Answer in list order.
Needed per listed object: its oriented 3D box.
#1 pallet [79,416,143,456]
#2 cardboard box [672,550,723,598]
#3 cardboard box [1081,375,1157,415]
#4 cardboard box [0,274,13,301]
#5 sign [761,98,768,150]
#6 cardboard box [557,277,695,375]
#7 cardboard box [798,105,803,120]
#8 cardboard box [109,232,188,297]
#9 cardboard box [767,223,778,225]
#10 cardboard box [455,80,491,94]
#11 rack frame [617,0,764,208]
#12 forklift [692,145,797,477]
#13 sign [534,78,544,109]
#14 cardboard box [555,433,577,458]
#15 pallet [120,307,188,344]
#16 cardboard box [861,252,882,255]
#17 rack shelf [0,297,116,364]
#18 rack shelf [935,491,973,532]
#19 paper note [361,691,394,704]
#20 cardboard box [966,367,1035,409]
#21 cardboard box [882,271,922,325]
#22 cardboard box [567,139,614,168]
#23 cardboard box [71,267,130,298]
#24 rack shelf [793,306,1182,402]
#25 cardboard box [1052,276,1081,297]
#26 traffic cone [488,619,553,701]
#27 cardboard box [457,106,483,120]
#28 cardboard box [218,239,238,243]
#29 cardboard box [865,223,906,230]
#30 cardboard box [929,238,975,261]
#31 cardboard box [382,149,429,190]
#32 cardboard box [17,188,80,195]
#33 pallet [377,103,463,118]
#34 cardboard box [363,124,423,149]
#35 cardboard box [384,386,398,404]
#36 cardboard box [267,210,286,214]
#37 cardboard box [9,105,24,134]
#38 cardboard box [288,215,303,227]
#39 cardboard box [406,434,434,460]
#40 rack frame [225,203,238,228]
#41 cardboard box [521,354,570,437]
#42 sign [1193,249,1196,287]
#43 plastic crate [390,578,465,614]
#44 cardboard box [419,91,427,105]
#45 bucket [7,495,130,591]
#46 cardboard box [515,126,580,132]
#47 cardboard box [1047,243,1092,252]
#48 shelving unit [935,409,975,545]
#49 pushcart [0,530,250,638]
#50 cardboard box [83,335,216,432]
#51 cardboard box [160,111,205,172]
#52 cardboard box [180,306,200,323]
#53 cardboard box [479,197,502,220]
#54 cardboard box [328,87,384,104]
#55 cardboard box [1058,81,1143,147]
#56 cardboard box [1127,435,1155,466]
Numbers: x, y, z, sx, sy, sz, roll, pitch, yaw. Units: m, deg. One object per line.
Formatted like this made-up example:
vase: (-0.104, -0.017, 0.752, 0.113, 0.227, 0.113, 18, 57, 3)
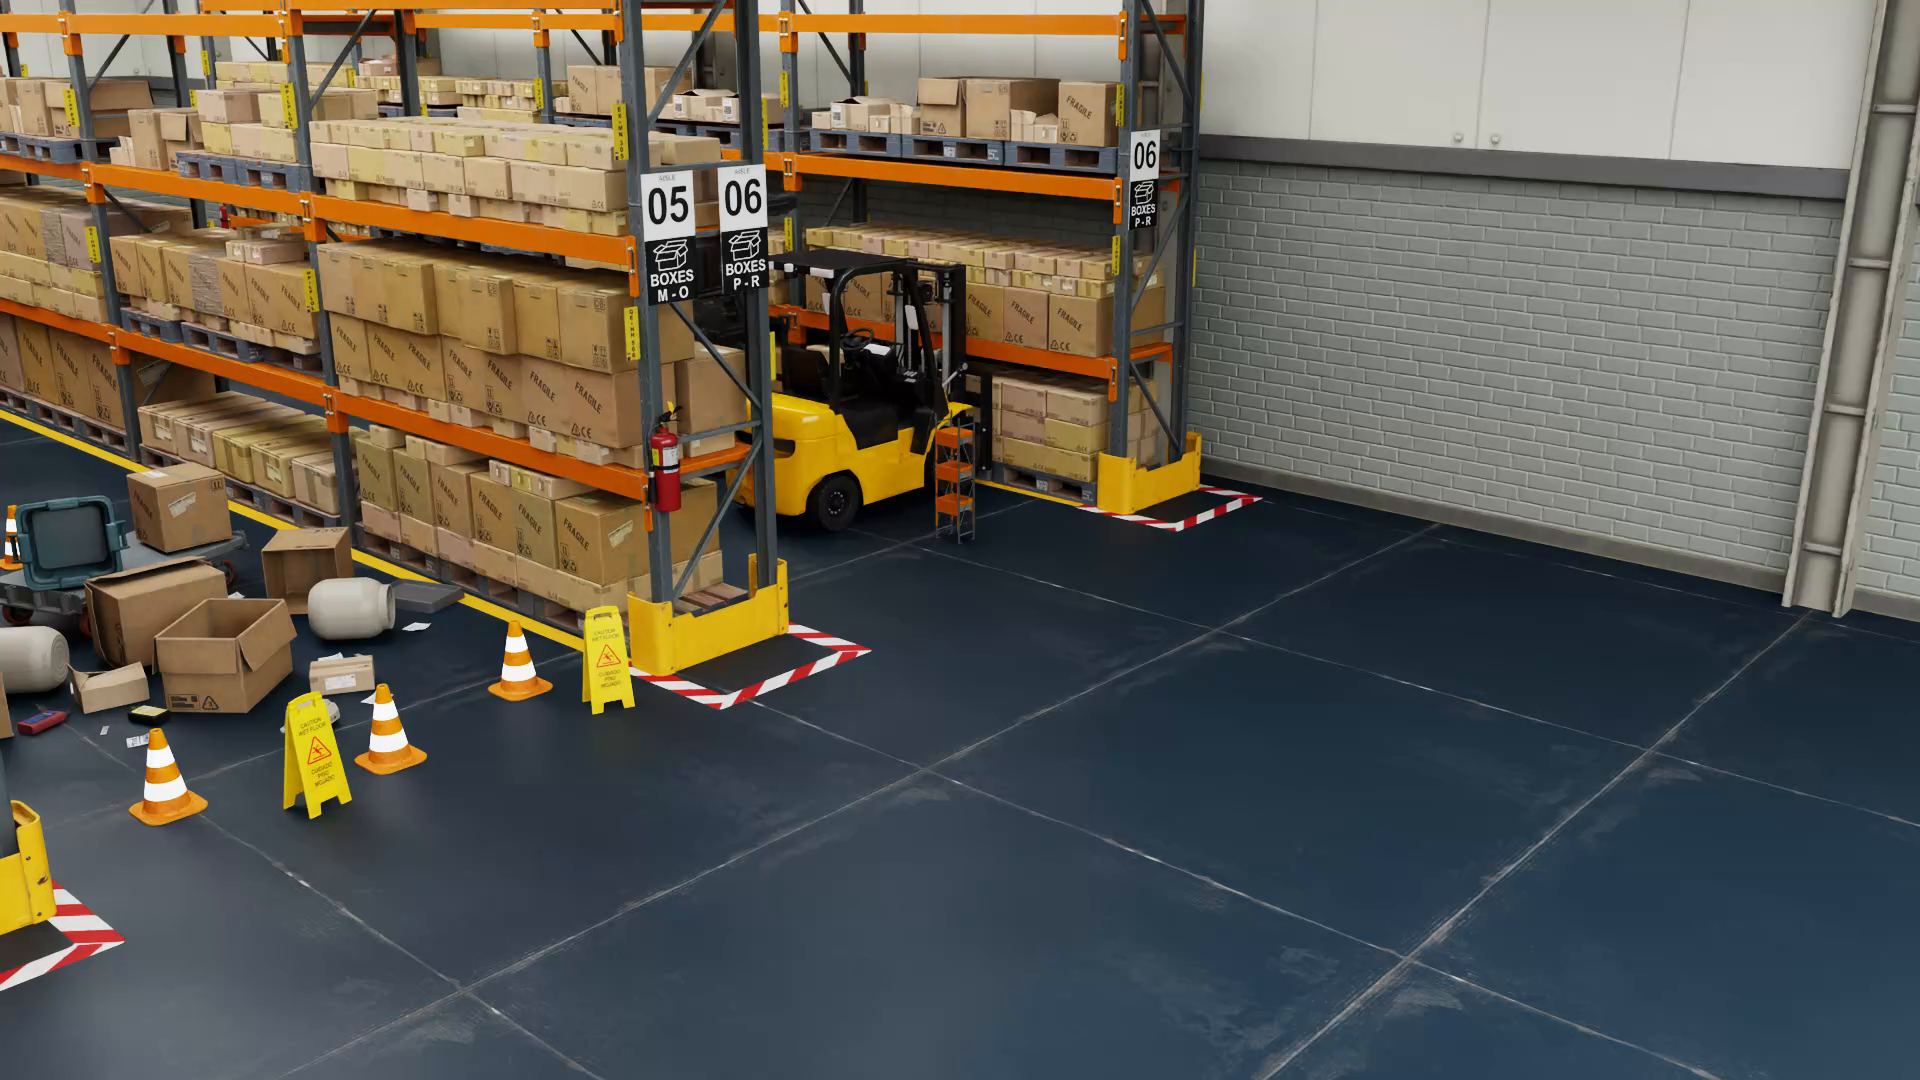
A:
pallet: (-8.151, -1.138, 16.847, 1.213, 0.211, 1.003, 15, 23, 39)
cardboard box: (-2.047, 0.201, 11.871, 0.500, 0.250, 0.500, 15, 23, 39)
cardboard box: (1.430, -1.314, 14.993, 0.500, 0.250, 0.500, 15, 23, 38)
cardboard box: (-9.688, -2.665, 17.298, 0.500, 0.250, 0.500, 15, 23, 39)
sign: (-1.268, -2.654, 10.612, 0.005, 0.325, 0.100, 15, 23, 39)
cardboard box: (-2.155, -1.404, 10.768, 0.500, 0.500, 0.700, 14, 23, 38)
cardboard box: (-1.832, -4.385, 17.066, 0.250, 0.149, 0.380, 15, 23, 39)
cardboard box: (-7.428, -2.538, 15.300, 0.500, 0.500, 0.500, 14, 22, 38)
cardboard box: (-2.174, -3.306, 17.833, 0.250, 0.149, 0.380, 15, 23, 39)
cardboard box: (-5.743, -5.368, 19.705, 0.250, 0.149, 0.380, 15, 23, 39)
rack frame: (-1.628, -3.545, 9.904, 0.127, 3.000, 1.000, 15, 23, 39)
forklift: (-2.178, -2.163, 15.582, 3.031, 2.935, 1.130, 11, 21, 32)
sign: (-4.681, -4.969, 18.496, 0.005, 0.325, 0.100, 15, 23, 39)
cardboard box: (-2.490, -0.674, 11.192, 0.250, 0.149, 0.380, 15, 23, 38)
pallet: (-7.007, -2.081, 15.527, 1.003, 0.211, 1.213, 15, 23, 39)
cardboard box: (-0.720, -2.681, 15.864, 0.250, 0.149, 0.380, 16, 23, 40)
rack shelf: (-9.107, -2.350, 17.247, 4.000, 0.370, 1.077, 15, 23, 39)
rack shelf: (-0.040, -0.236, 13.574, 0.240, 0.259, 0.215, 15, 23, 39)
paper note: (-3.656, 0.991, 10.440, 0.142, 0.019, 0.148, 7, 19, 21)
cardboard box: (0.343, -1.397, 15.254, 0.500, 0.250, 0.500, 15, 23, 40)
cardboard box: (-0.389, -2.309, 15.764, 0.500, 0.500, 0.500, 15, 23, 39)
cardboard box: (-2.244, -2.437, 10.469, 0.250, 0.149, 0.380, 16, 23, 40)
cardboard box: (-8.142, -2.498, 15.945, 0.500, 0.250, 0.500, 15, 23, 39)
rack shelf: (0.168, -1.868, 15.727, 4.000, 0.370, 1.077, 15, 23, 39)
cardboard box: (1.008, -2.216, 14.399, 0.250, 0.149, 0.380, 16, 23, 40)
traffic cone: (-2.805, 0.730, 10.548, 0.334, 0.463, 0.336, 15, 23, 39)
cardboard box: (-5.615, -5.023, 19.768, 0.500, 0.250, 0.500, 15, 23, 39)
cardboard box: (-6.314, -2.450, 15.022, 0.500, 0.500, 0.500, 13, 22, 36)
cardboard box: (-0.728, -3.055, 16.550, 0.250, 0.149, 0.380, 14, 23, 38)
cardboard box: (-0.072, -2.693, 15.408, 0.250, 0.149, 0.380, 15, 23, 39)
cardboard box: (-3.714, -2.633, 11.747, 0.500, 0.250, 0.500, 15, 23, 40)
cardboard box: (-9.710, -3.484, 17.811, 0.500, 0.500, 0.500, 16, 23, 40)
pallet: (-6.870, -5.412, 21.057, 1.003, 0.211, 1.213, 15, 23, 39)
cardboard box: (-4.016, -2.882, 11.871, 0.250, 0.149, 0.380, 15, 23, 39)
cardboard box: (-4.154, -1.147, 12.683, 0.250, 0.149, 0.380, 15, 23, 39)
cardboard box: (-9.384, -4.737, 23.337, 0.500, 0.250, 0.500, 14, 23, 38)
cardboard box: (-8.874, -4.055, 15.998, 0.258, 0.266, 0.396, 14, 23, 38)
cardboard box: (-9.098, -4.455, 23.107, 0.250, 0.149, 0.380, 16, 23, 40)
cardboard box: (-3.918, -0.723, 12.472, 0.250, 0.149, 0.380, 16, 24, 41)
rack frame: (-10.303, -5.021, 24.475, 0.127, 3.000, 1.000, 15, 23, 39)
cardboard box: (-2.588, -1.023, 11.218, 0.500, 0.500, 0.500, 15, 23, 39)
sign: (2.037, -2.384, 14.601, 0.005, 0.325, 0.100, 15, 23, 39)
plastic crate: (-3.989, 0.404, 12.206, 0.583, 0.080, 0.402, 7, 19, 21)
cardboard box: (-6.402, -5.369, 20.166, 0.250, 0.149, 0.380, 16, 23, 41)
bucket: (-6.197, -0.007, 11.572, 0.726, 0.611, 0.620, -9, 10, -27)
cardboard box: (-2.875, -2.805, 11.631, 0.250, 0.149, 0.380, 16, 23, 40)
cardboard box: (1.000, -2.586, 15.073, 0.250, 0.149, 0.380, 15, 23, 40)
shelving unit: (-0.040, -0.511, 13.487, 0.252, 1.050, 0.215, 15, 23, 39)
pushcart: (-6.095, 0.288, 12.082, 0.936, 0.377, 1.648, 7, 19, 21)
cardboard box: (-8.073, -1.636, 16.627, 0.875, 0.875, 0.875, 15, 23, 39)
cardboard box: (-6.451, -3.470, 14.459, 0.637, 0.503, 0.797, 15, 23, 39)
cardboard box: (-6.704, -2.044, 14.815, 0.380, 0.149, 0.250, -17, 24, -42)
cardboard box: (-3.019, -2.267, 11.252, 0.250, 0.149, 0.380, 14, 22, 38)
cardboard box: (-7.838, -5.758, 21.595, 0.500, 0.250, 0.500, 15, 23, 39)
cardboard box: (1.171, -3.568, 13.911, 0.500, 0.500, 0.500, 16, 24, 41)
cardboard box: (1.427, -0.841, 15.155, 0.500, 0.250, 0.500, 15, 23, 39)
